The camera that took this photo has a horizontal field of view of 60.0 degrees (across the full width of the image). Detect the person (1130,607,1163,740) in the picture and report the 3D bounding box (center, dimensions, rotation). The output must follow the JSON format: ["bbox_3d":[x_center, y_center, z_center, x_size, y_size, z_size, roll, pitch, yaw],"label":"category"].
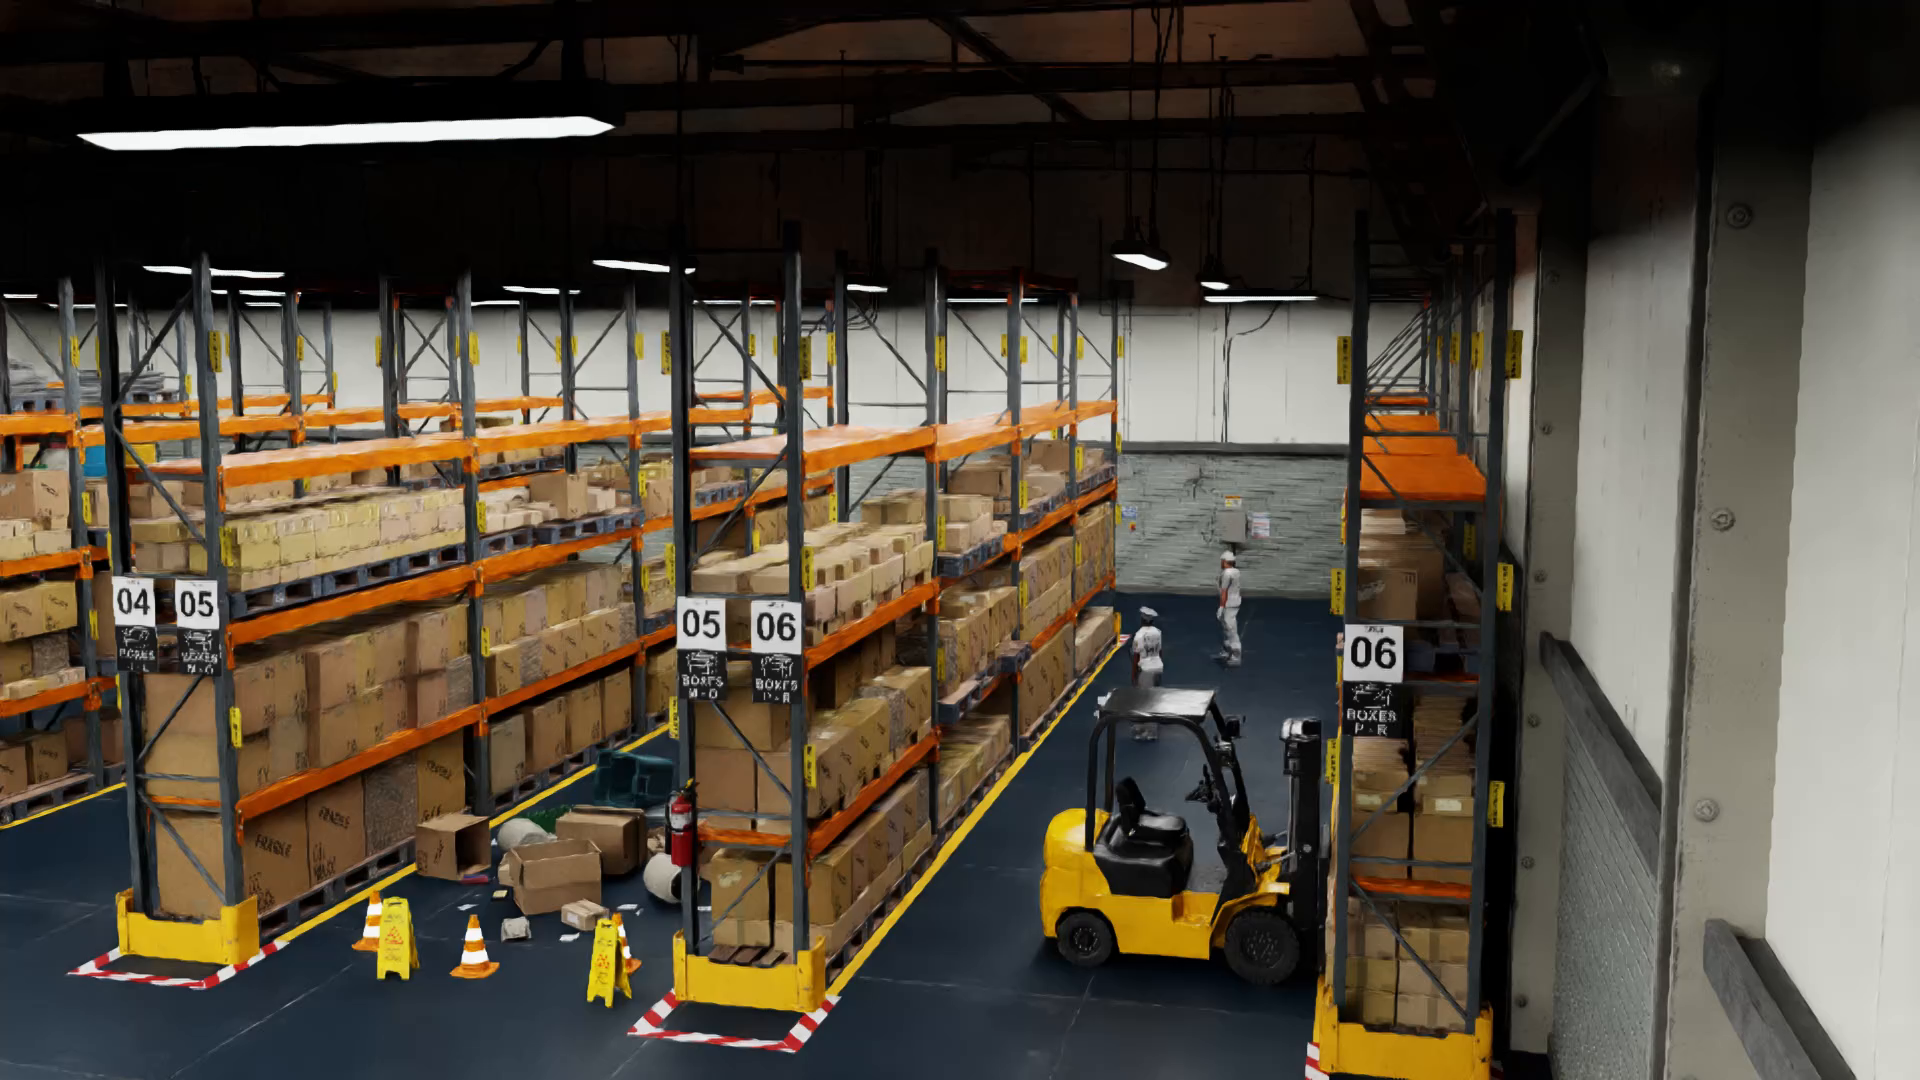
[{"bbox_3d":[2.405,1.707,21.533,0.545,1.664,0.575,7,10,44],"label":"person"}]

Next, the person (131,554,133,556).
[{"bbox_3d":[-14.358,0.724,29.449,0.729,1.733,0.546,2,7,13],"label":"person"}]

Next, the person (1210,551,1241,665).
[{"bbox_3d":[4.227,1.057,26.341,0.579,1.785,0.679,3,8,24],"label":"person"}]
